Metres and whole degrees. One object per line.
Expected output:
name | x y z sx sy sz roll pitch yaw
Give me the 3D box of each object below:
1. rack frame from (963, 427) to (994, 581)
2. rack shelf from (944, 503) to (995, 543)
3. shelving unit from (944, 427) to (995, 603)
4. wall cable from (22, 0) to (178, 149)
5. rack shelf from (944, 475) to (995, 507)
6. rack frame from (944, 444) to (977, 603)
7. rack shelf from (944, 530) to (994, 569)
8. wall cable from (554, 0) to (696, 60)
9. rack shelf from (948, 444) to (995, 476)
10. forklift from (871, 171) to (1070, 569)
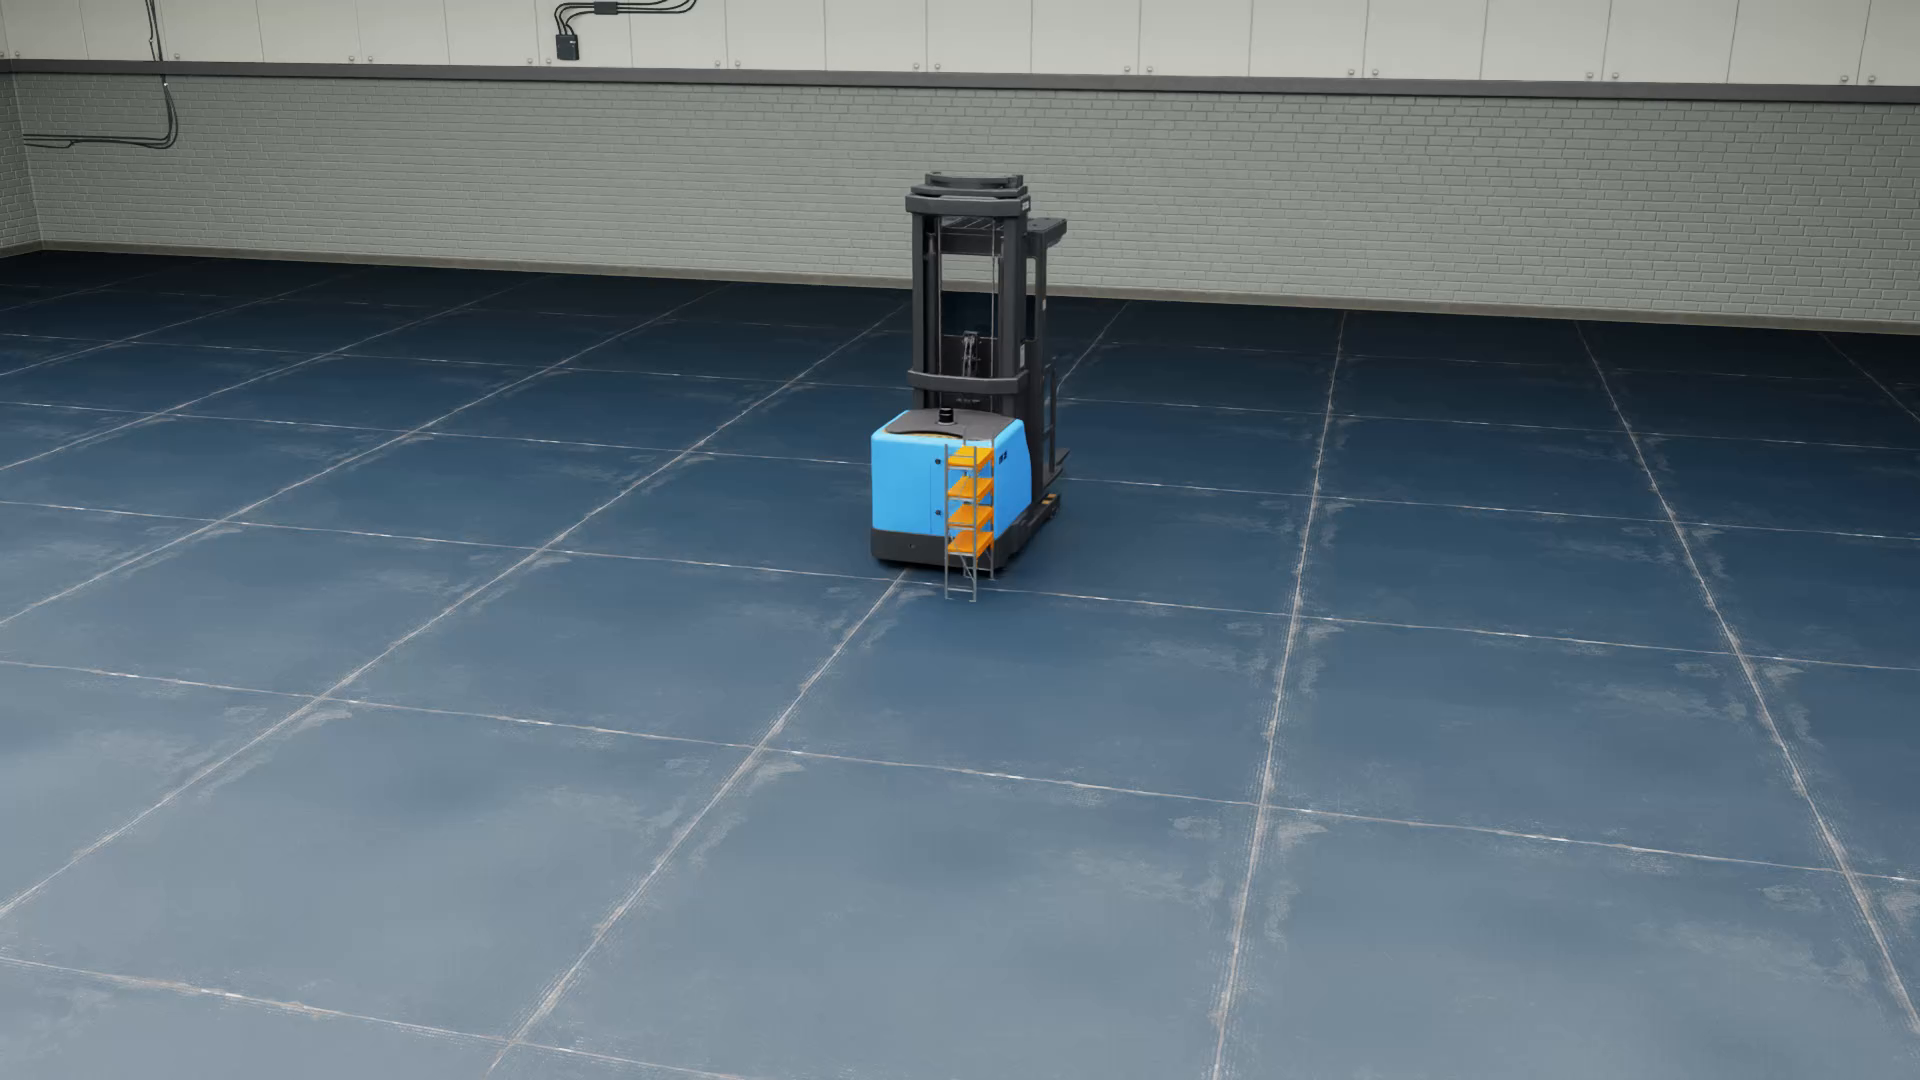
rack frame | 0.140 -0.268 12.615 0.240 1.200 0.015 5 20 15
rack shelf | 0.072 -0.129 12.415 0.258 0.148 0.480 5 20 15
shelving unit | 0.072 -0.192 12.394 0.258 1.200 0.503 5 20 15
wall cable | -14.048 -7.563 26.712 3.097 2.526 0.112 5 19 13
rack shelf | 0.072 -0.340 12.343 0.258 0.148 0.480 5 20 15
rack frame | 0.004 -0.117 12.172 0.240 1.200 0.015 5 20 15
rack shelf | 0.072 0.059 12.479 0.258 0.148 0.480 5 20 15
wall cable | -4.846 -9.887 23.451 2.305 6.003 0.169 5 19 13
rack shelf | 0.072 -0.564 12.267 0.258 0.148 0.480 5 20 15
forklift | 0.239 -1.595 13.824 1.130 2.935 3.031 6 20 17
